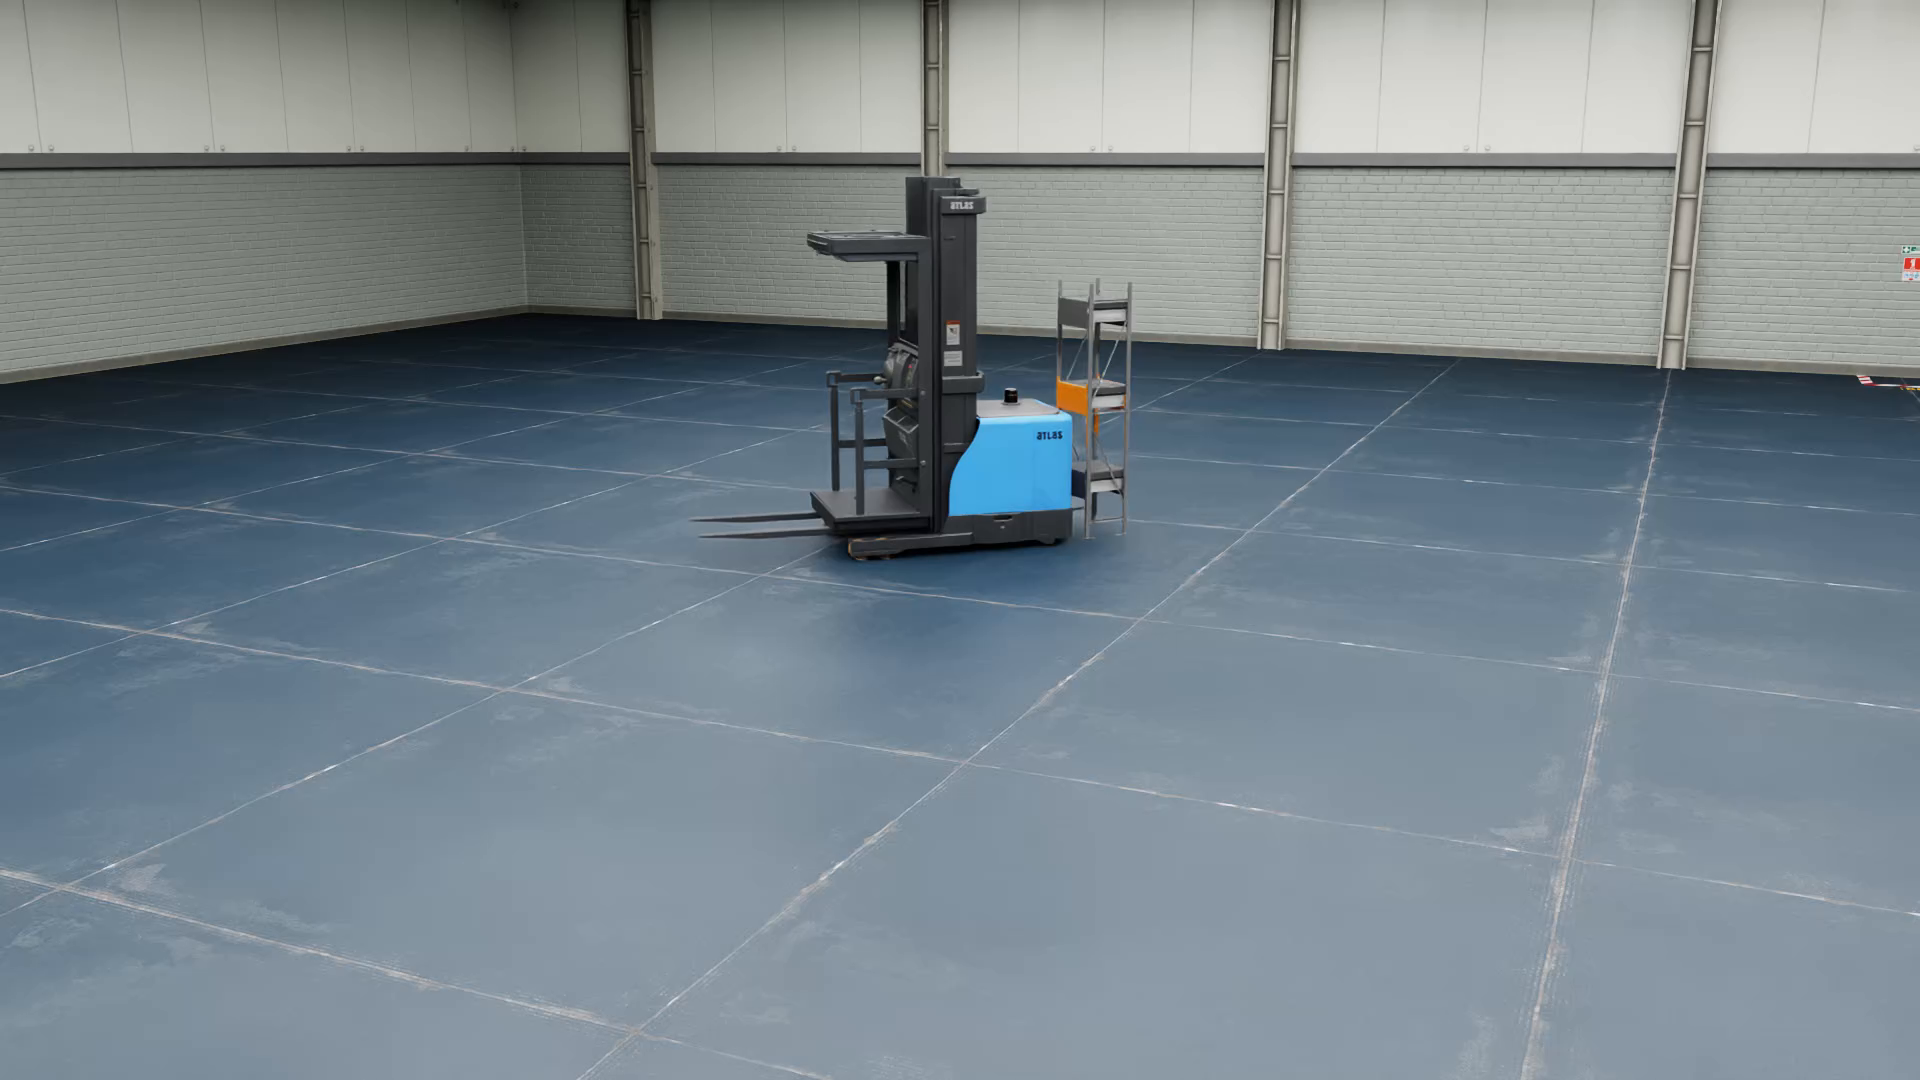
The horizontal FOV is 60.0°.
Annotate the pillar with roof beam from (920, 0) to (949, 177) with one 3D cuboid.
[{"bbox_3d":[-2.174,-7.148,24.519,0.400,9.000,9.100,6,14,23],"label":"pillar with roof beam"}]

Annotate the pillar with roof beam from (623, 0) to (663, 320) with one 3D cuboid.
[{"bbox_3d":[-7.660,-7.703,26.885,0.400,9.000,9.100,6,14,23],"label":"pillar with roof beam"}]

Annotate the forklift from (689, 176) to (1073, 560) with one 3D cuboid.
[{"bbox_3d":[-0.656,-1.402,13.314,3.031,2.935,1.130,-4,14,-15],"label":"forklift"}]

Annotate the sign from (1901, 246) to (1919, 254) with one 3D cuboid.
[{"bbox_3d":[13.320,-4.044,23.183,0.331,0.109,0.001,6,14,23],"label":"sign"}]

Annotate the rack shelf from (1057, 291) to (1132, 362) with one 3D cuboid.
[{"bbox_3d":[1.102,-1.762,13.661,0.431,0.518,0.480,-7,15,-27],"label":"rack shelf"}]

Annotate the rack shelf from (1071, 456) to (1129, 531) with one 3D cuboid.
[{"bbox_3d":[1.103,-0.400,13.983,0.431,0.518,0.480,-7,15,-27],"label":"rack shelf"}]

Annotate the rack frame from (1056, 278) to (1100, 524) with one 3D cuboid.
[{"bbox_3d":[0.990,-1.144,14.030,0.400,2.100,0.015,-7,15,-27],"label":"rack frame"}]

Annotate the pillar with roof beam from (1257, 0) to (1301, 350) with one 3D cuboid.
[{"bbox_3d":[3.312,-6.593,22.153,0.400,9.000,9.100,6,14,23],"label":"pillar with roof beam"}]

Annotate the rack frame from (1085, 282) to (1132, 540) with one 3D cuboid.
[{"bbox_3d":[1.214,-1.045,13.608,0.400,2.100,0.015,-7,15,-27],"label":"rack frame"}]

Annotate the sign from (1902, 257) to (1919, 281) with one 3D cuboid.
[{"bbox_3d":[13.319,-3.788,23.253,0.234,0.329,0.001,6,14,23],"label":"sign"}]

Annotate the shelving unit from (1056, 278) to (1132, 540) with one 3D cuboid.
[{"bbox_3d":[1.102,-1.094,13.819,0.431,2.100,0.503,-7,15,-27],"label":"shelving unit"}]

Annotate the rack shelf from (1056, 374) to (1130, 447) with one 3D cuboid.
[{"bbox_3d":[1.102,-1.081,13.822,0.431,0.518,0.480,-7,15,-27],"label":"rack shelf"}]

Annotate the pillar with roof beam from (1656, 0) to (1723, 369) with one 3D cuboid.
[{"bbox_3d":[8.797,-6.038,19.787,0.400,9.000,9.100,6,14,23],"label":"pillar with roof beam"}]
